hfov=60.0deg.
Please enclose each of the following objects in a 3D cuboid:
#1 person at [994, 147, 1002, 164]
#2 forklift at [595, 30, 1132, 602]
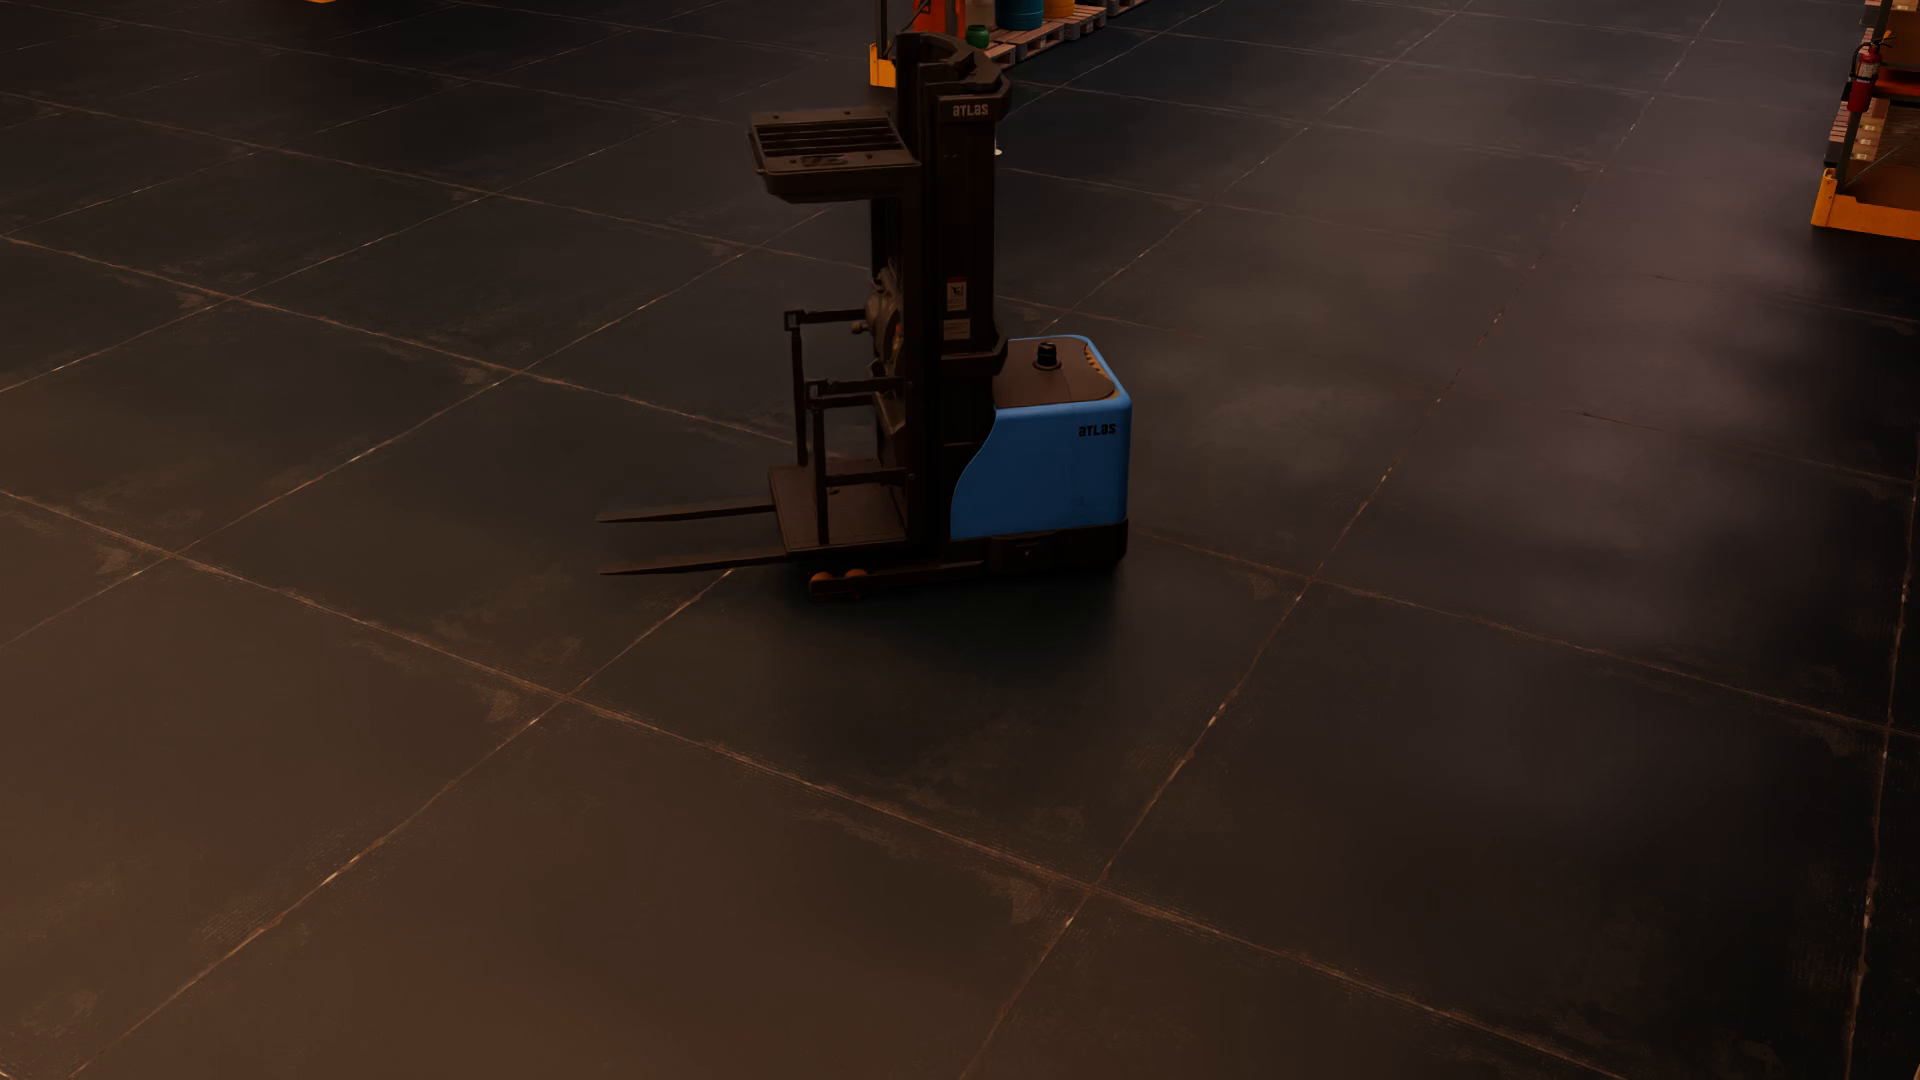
[{"bbox_3d":[0.063,-1.970,11.647,0.451,1.772,0.623,-1,30,-1],"label":"person"},{"bbox_3d":[-0.598,-1.206,9.161,3.031,2.935,1.130,-6,30,-10],"label":"forklift"}]
